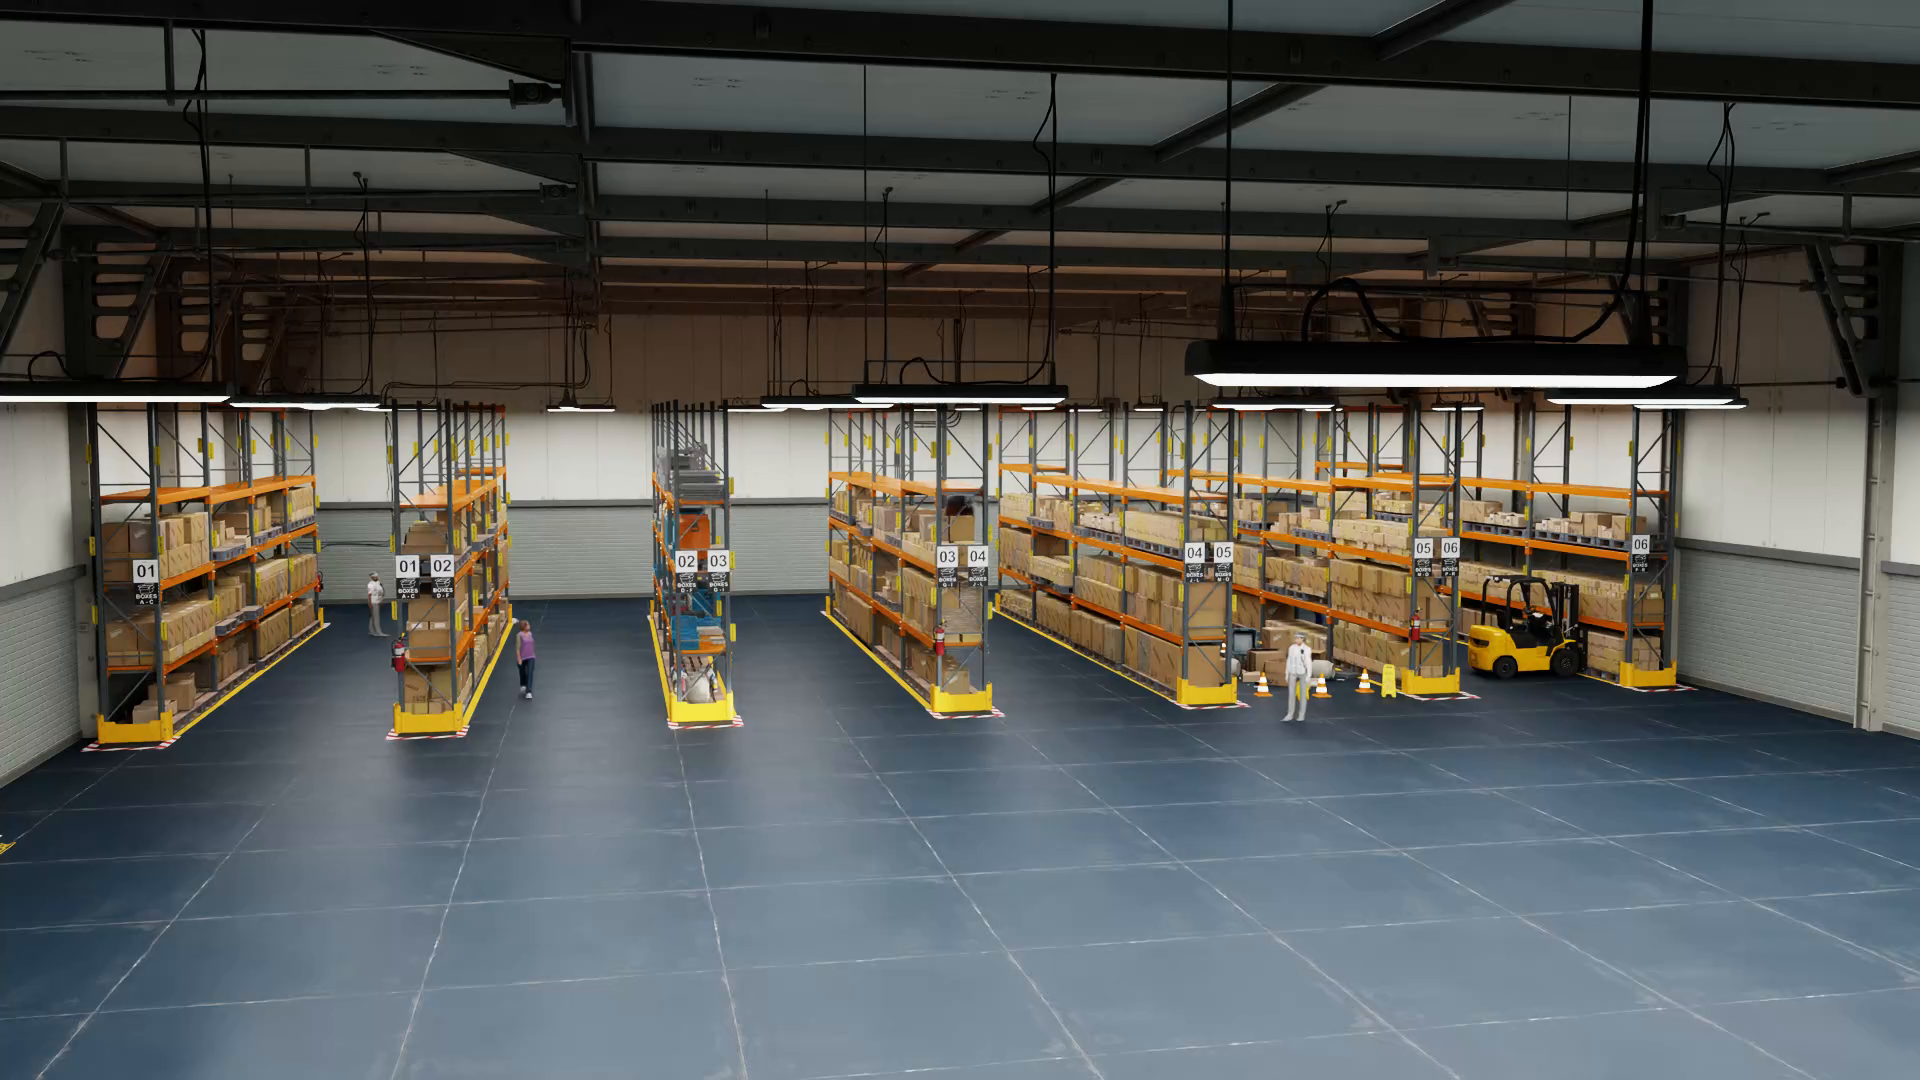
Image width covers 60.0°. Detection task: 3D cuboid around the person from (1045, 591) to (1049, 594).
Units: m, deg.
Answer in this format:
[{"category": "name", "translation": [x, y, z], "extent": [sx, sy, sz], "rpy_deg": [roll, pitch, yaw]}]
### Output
[{"category": "person", "translation": [2.761, 1.146, 49.860], "extent": [0.502, 1.595, 1.023], "rpy_deg": [0, 4, -5]}]

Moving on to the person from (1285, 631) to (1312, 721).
[{"category": "person", "translation": [6.313, 2.535, 31.077], "extent": [0.499, 1.696, 0.421], "rpy_deg": [3, 5, 31]}]

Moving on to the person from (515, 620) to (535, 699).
[{"category": "person", "translation": [-8.812, 2.395, 33.712], "extent": [0.390, 1.557, 0.846], "rpy_deg": [-1, 4, -16]}]

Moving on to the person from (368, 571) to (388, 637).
[{"category": "person", "translation": [-15.035, 1.650, 42.977], "extent": [0.548, 1.696, 0.486], "rpy_deg": [0, 4, 3]}]

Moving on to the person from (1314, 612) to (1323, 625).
[{"category": "person", "translation": [9.357, 1.623, 43.480], "extent": [0.382, 1.659, 0.488], "rpy_deg": [0, 4, 5]}]
